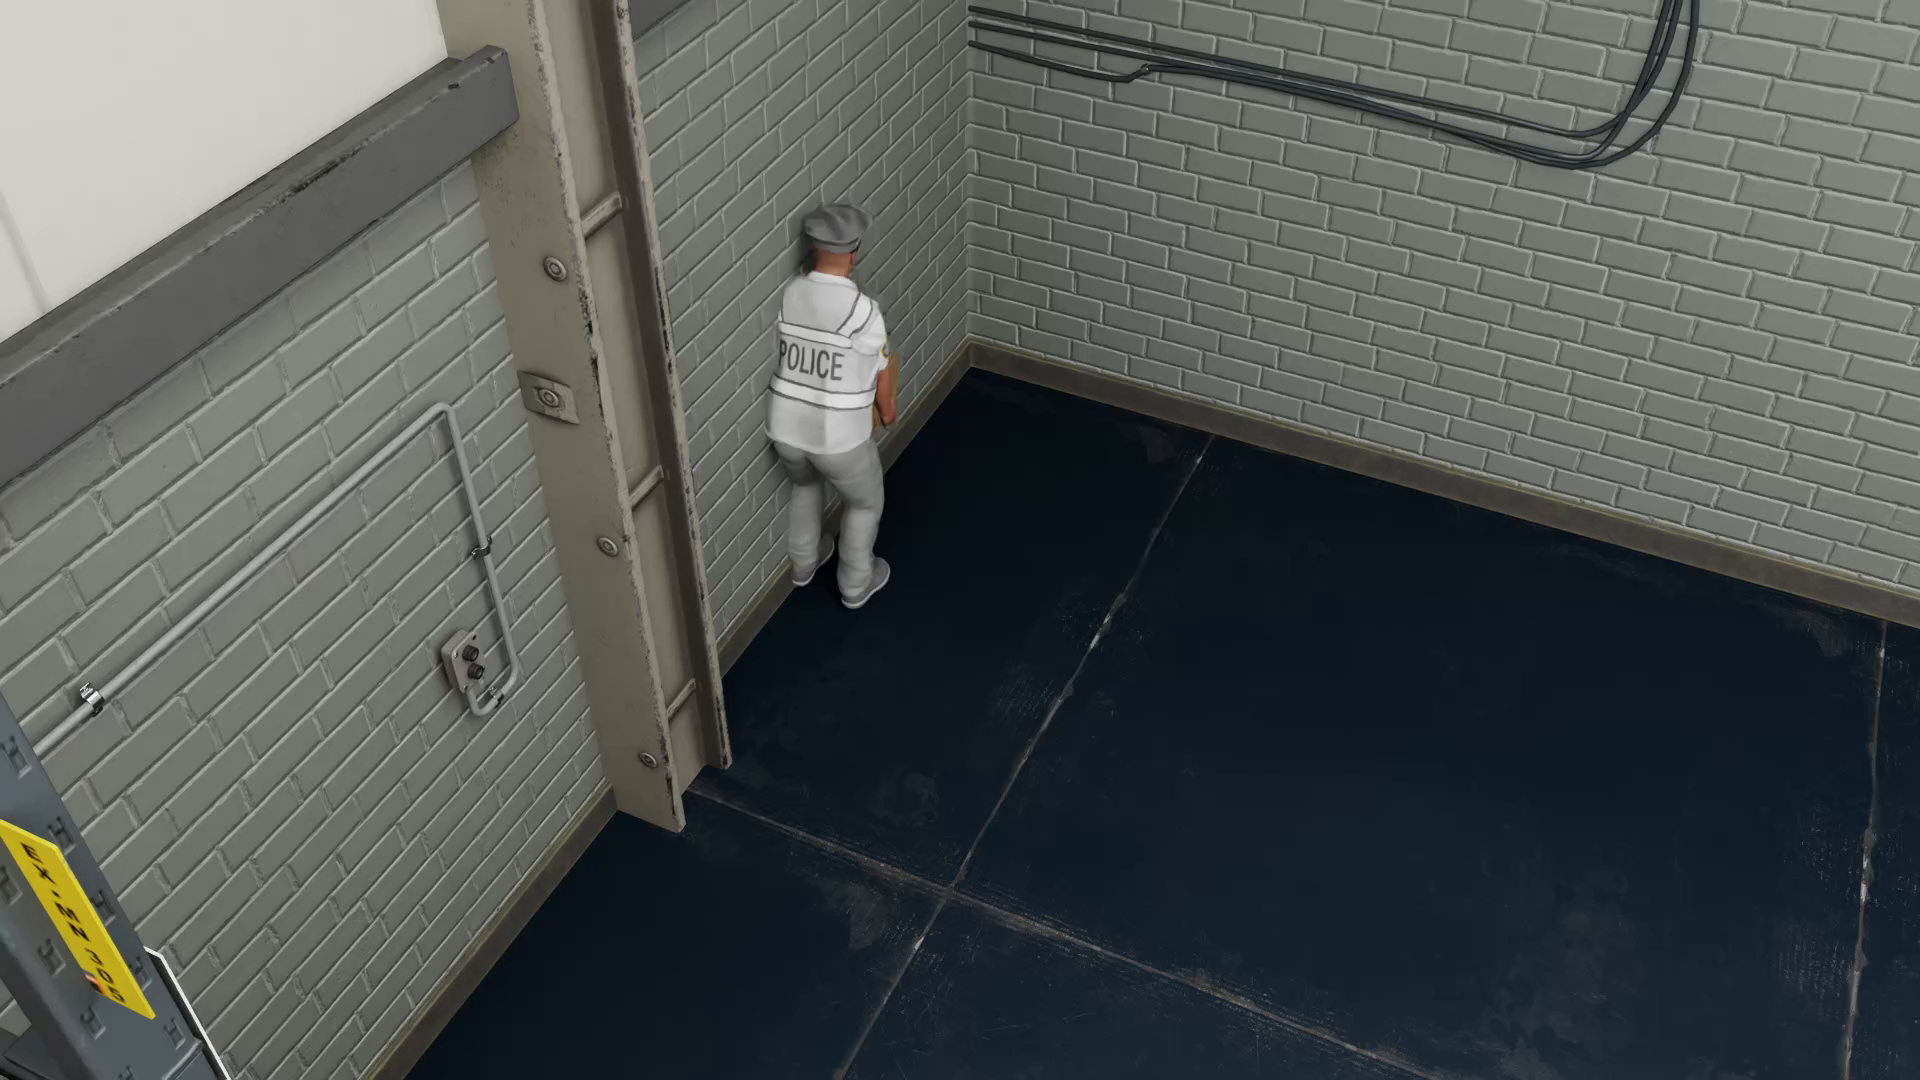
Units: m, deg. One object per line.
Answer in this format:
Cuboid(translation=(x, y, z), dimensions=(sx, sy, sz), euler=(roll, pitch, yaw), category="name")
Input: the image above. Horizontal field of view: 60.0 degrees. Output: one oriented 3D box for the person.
Cuboid(translation=(-0.526, -0.503, 6.762), dimensions=(0.478, 1.703, 0.617), euler=(17, 44, 18), category="person")
